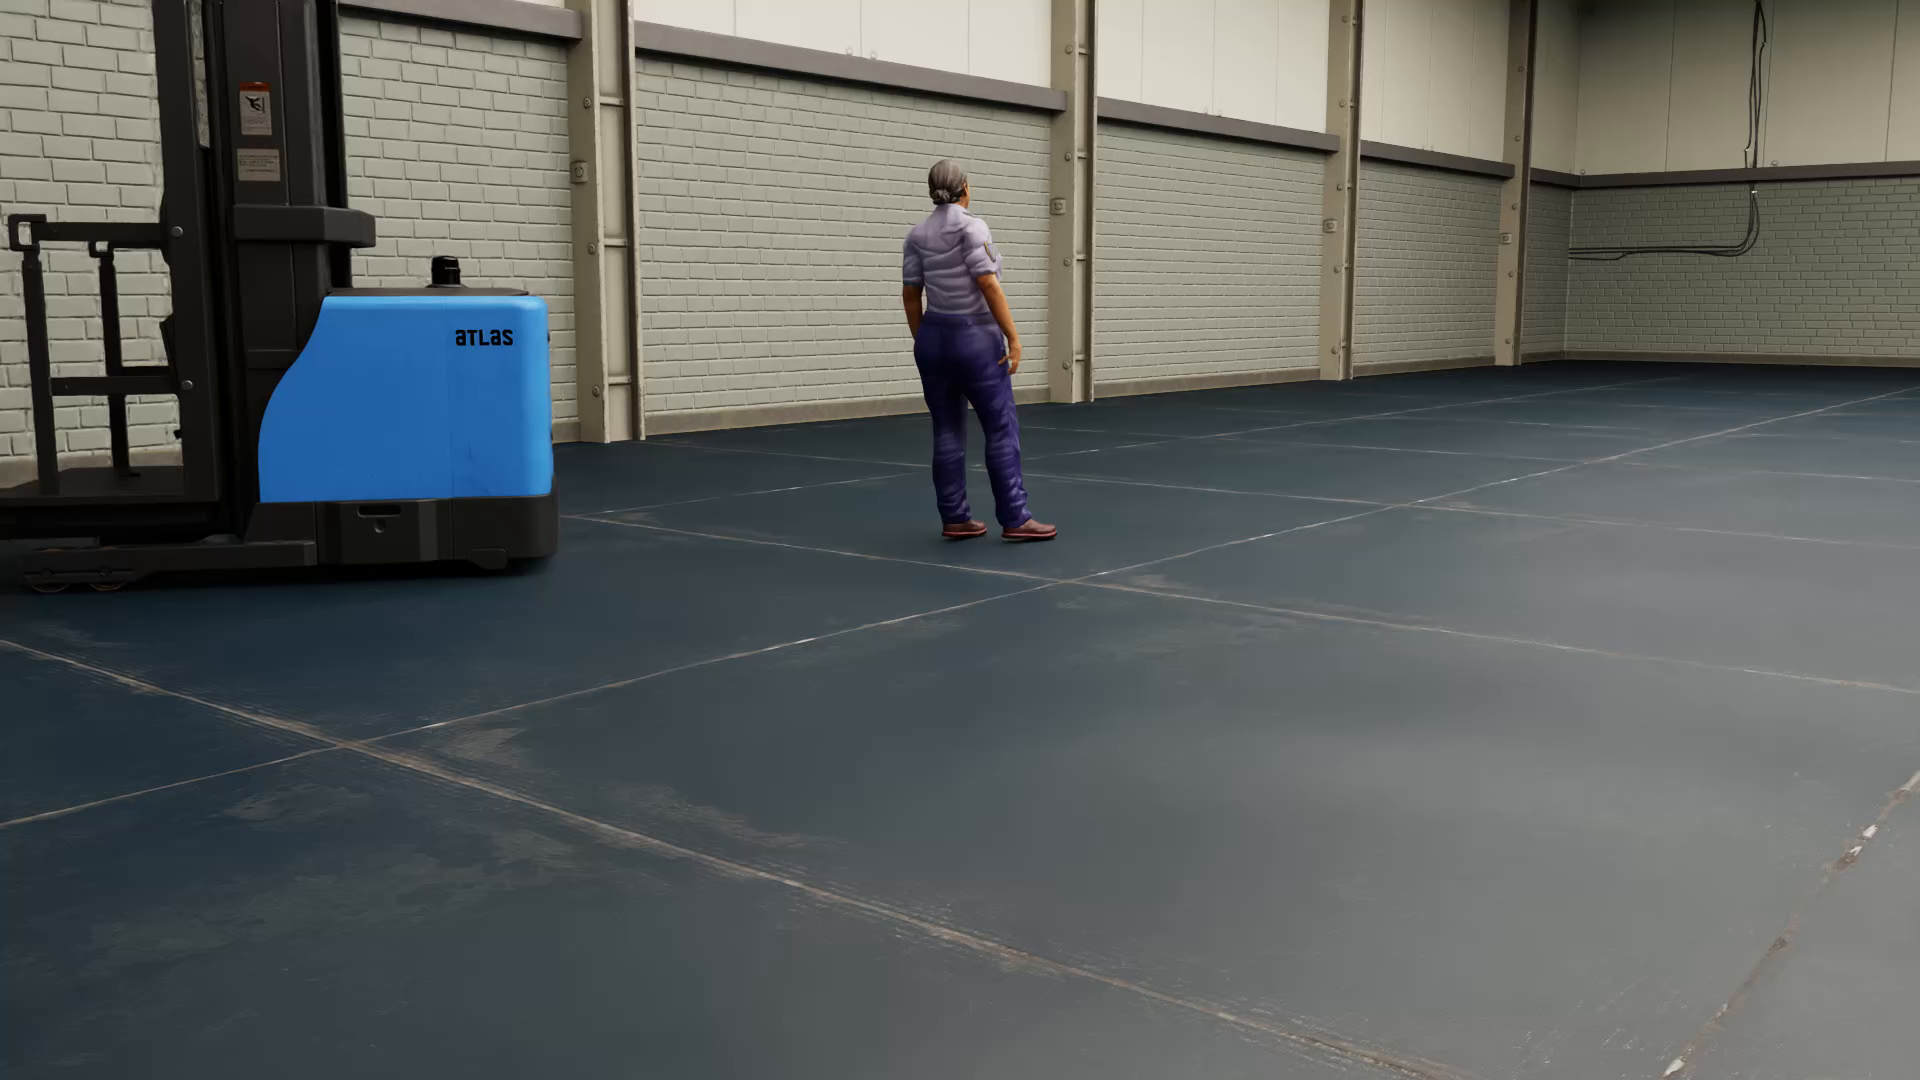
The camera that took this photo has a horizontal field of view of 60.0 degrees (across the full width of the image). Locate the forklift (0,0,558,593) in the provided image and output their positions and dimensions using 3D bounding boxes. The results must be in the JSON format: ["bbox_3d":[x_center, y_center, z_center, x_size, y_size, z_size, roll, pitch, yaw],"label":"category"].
[{"bbox_3d":[-3.166,-1.339,6.432,3.031,2.935,1.130,-2,9,-13],"label":"forklift"}]

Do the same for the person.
[{"bbox_3d":[0.074,-0.831,7.340,0.599,1.650,0.501,7,11,38],"label":"person"}]
